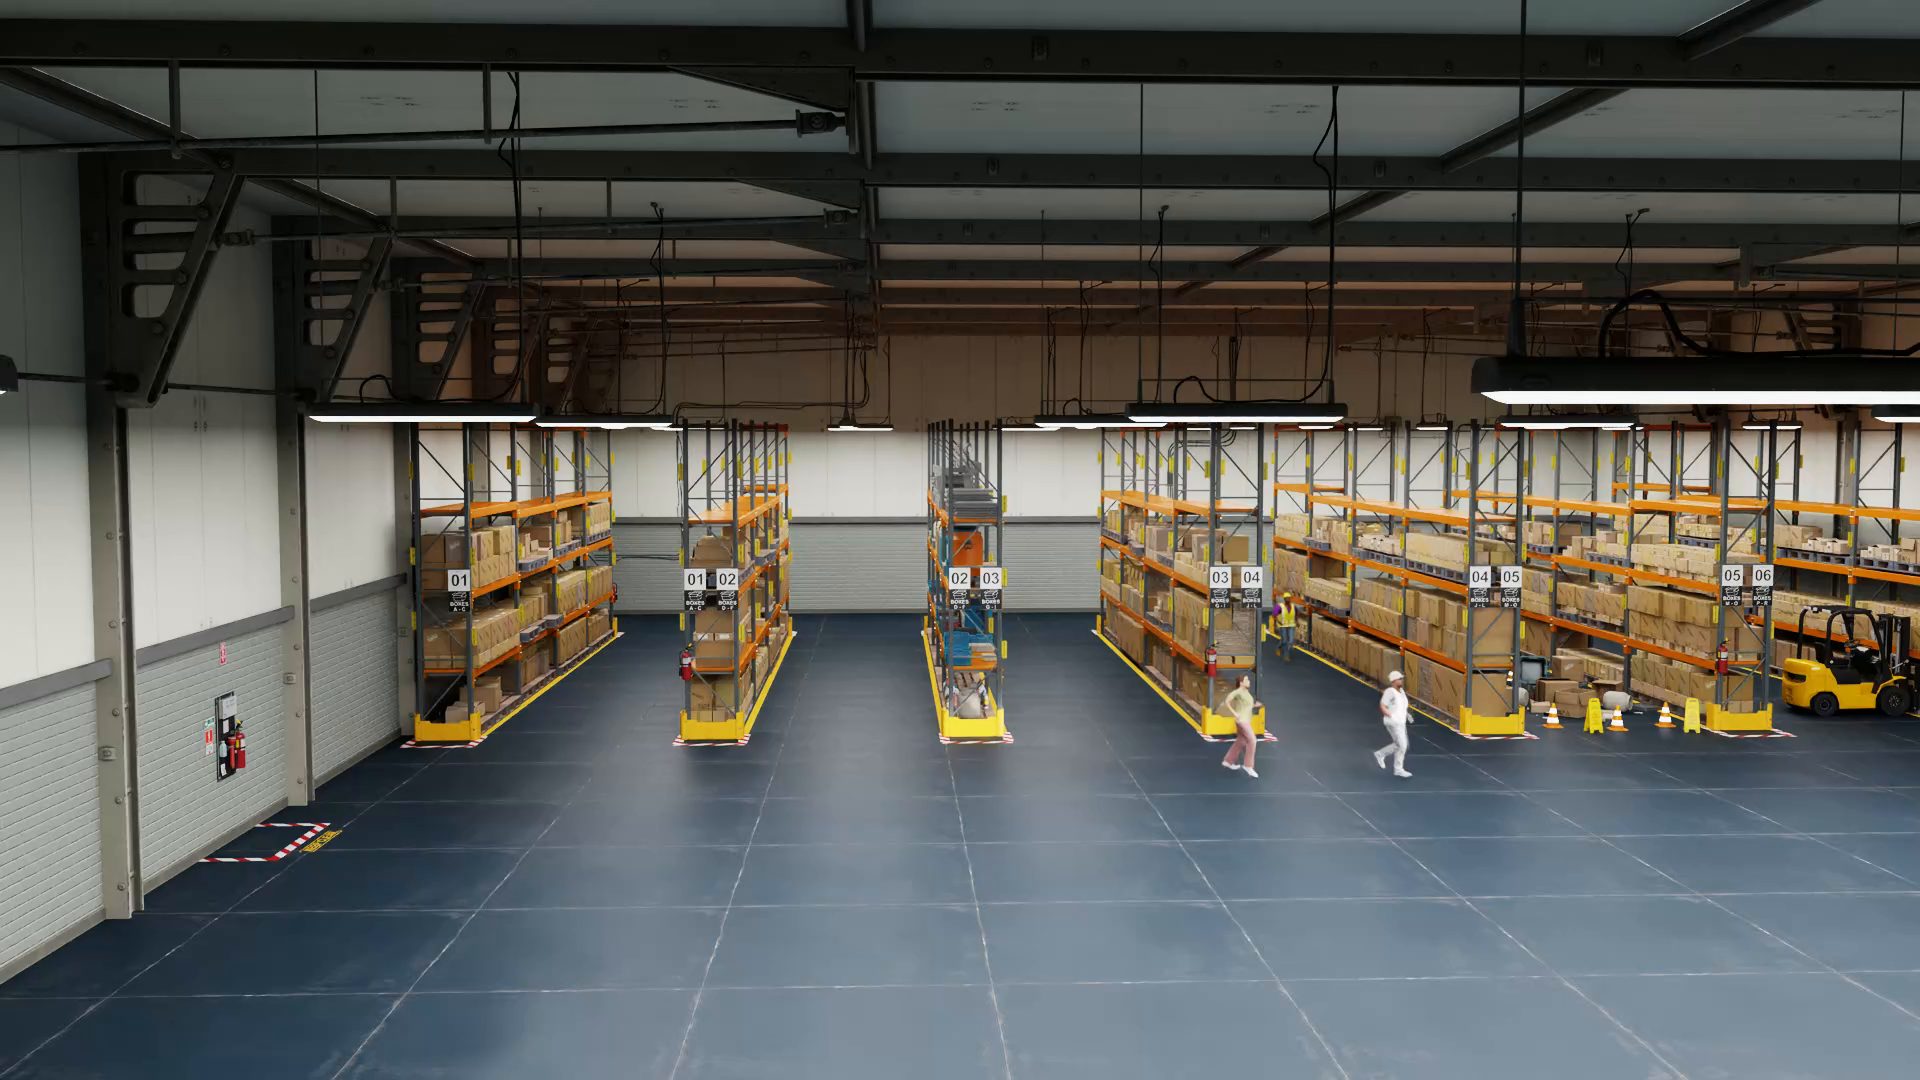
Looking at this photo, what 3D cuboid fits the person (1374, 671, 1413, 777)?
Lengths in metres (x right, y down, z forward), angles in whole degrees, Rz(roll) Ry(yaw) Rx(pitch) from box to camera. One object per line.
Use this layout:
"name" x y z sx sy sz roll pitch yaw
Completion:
"person" 7.232 3.061 27.821 0.696 1.749 0.705 3 4 35

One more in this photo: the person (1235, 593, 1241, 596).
"person" 7.735 1.922 46.629 0.580 1.622 0.580 0 4 5

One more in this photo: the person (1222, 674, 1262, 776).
"person" 4.737 3.099 27.973 0.688 1.722 0.561 2 4 26

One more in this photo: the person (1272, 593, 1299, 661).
"person" 8.211 2.180 41.865 0.695 1.720 0.596 -1 4 -12
